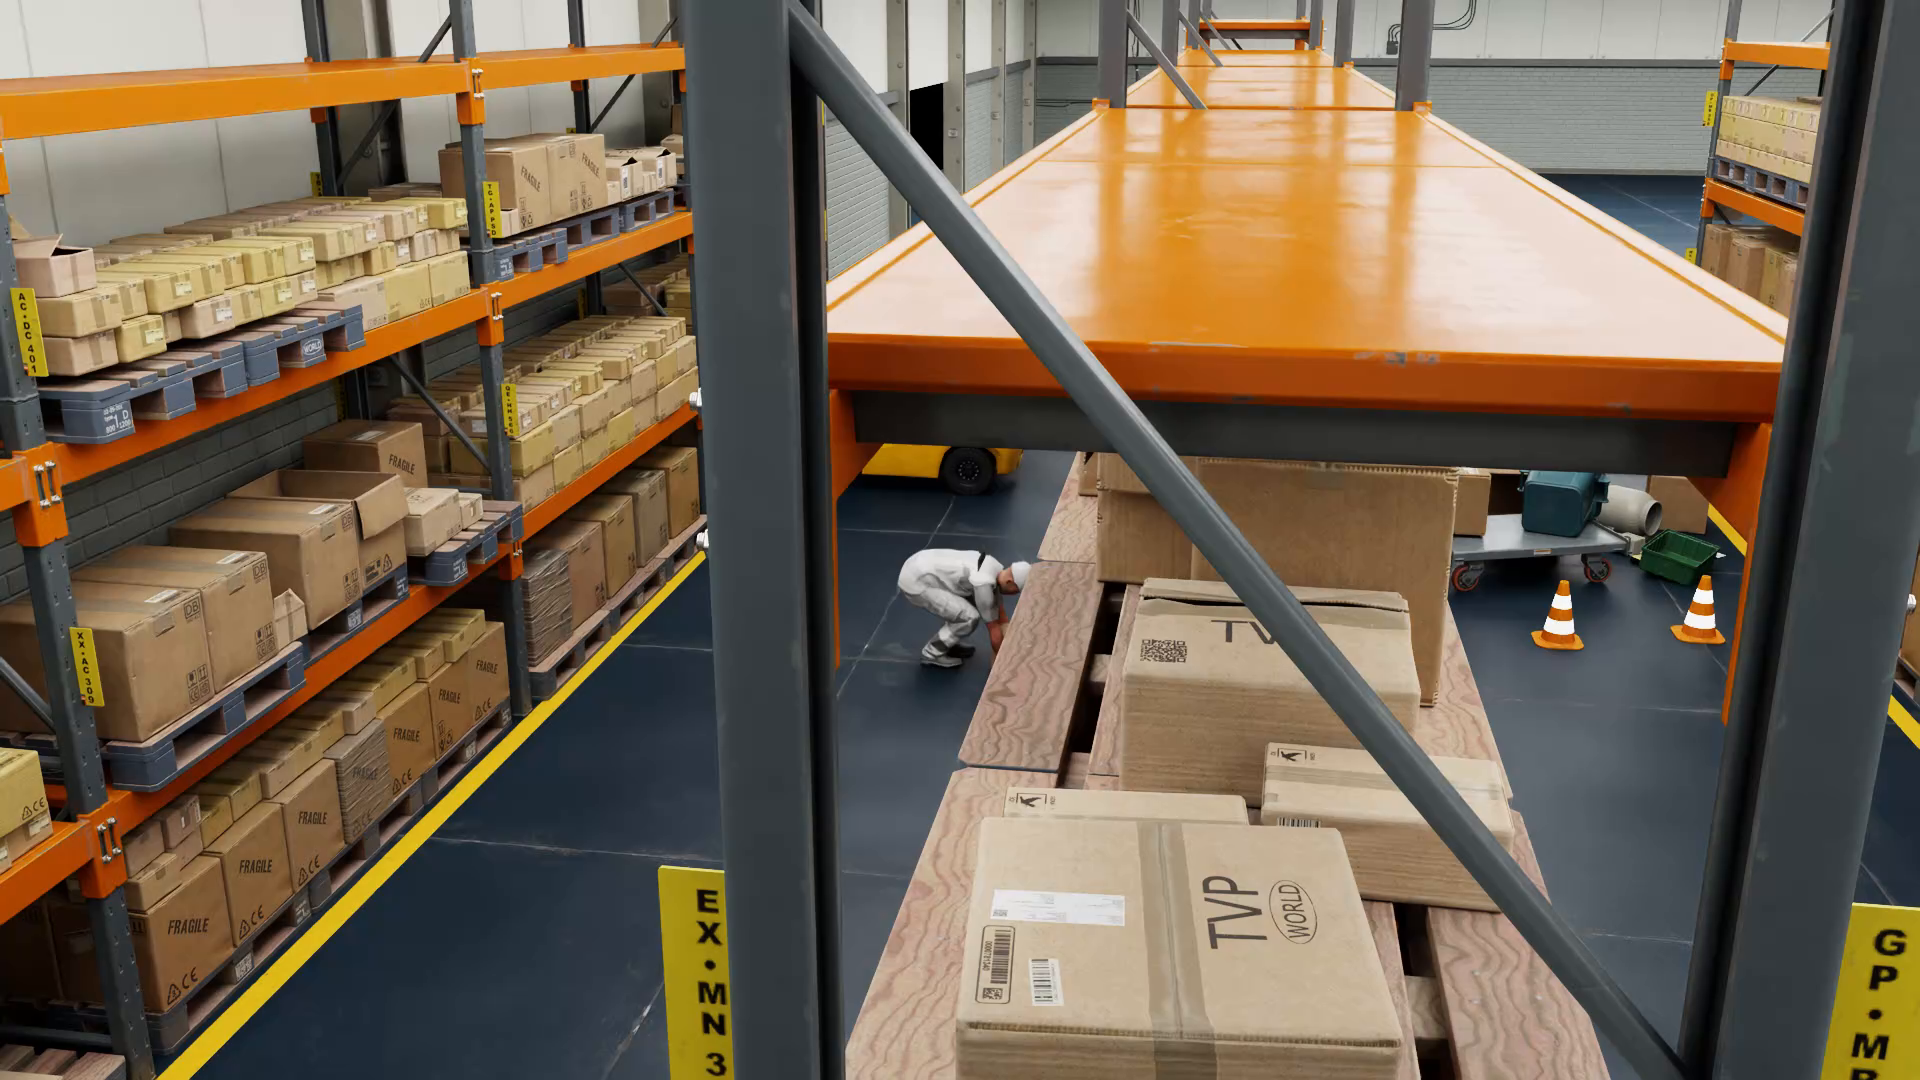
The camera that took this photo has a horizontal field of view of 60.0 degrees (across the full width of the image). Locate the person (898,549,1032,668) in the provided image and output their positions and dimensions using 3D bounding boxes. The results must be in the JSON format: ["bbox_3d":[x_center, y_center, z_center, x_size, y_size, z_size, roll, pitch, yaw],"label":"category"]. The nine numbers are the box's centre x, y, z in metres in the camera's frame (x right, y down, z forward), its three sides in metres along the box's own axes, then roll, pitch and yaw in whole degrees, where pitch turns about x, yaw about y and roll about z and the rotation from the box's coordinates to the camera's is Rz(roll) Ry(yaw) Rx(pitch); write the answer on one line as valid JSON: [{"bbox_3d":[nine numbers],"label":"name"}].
[{"bbox_3d":[0.051,0.481,11.664,0.966,0.830,0.516,2,18,7],"label":"person"}]
